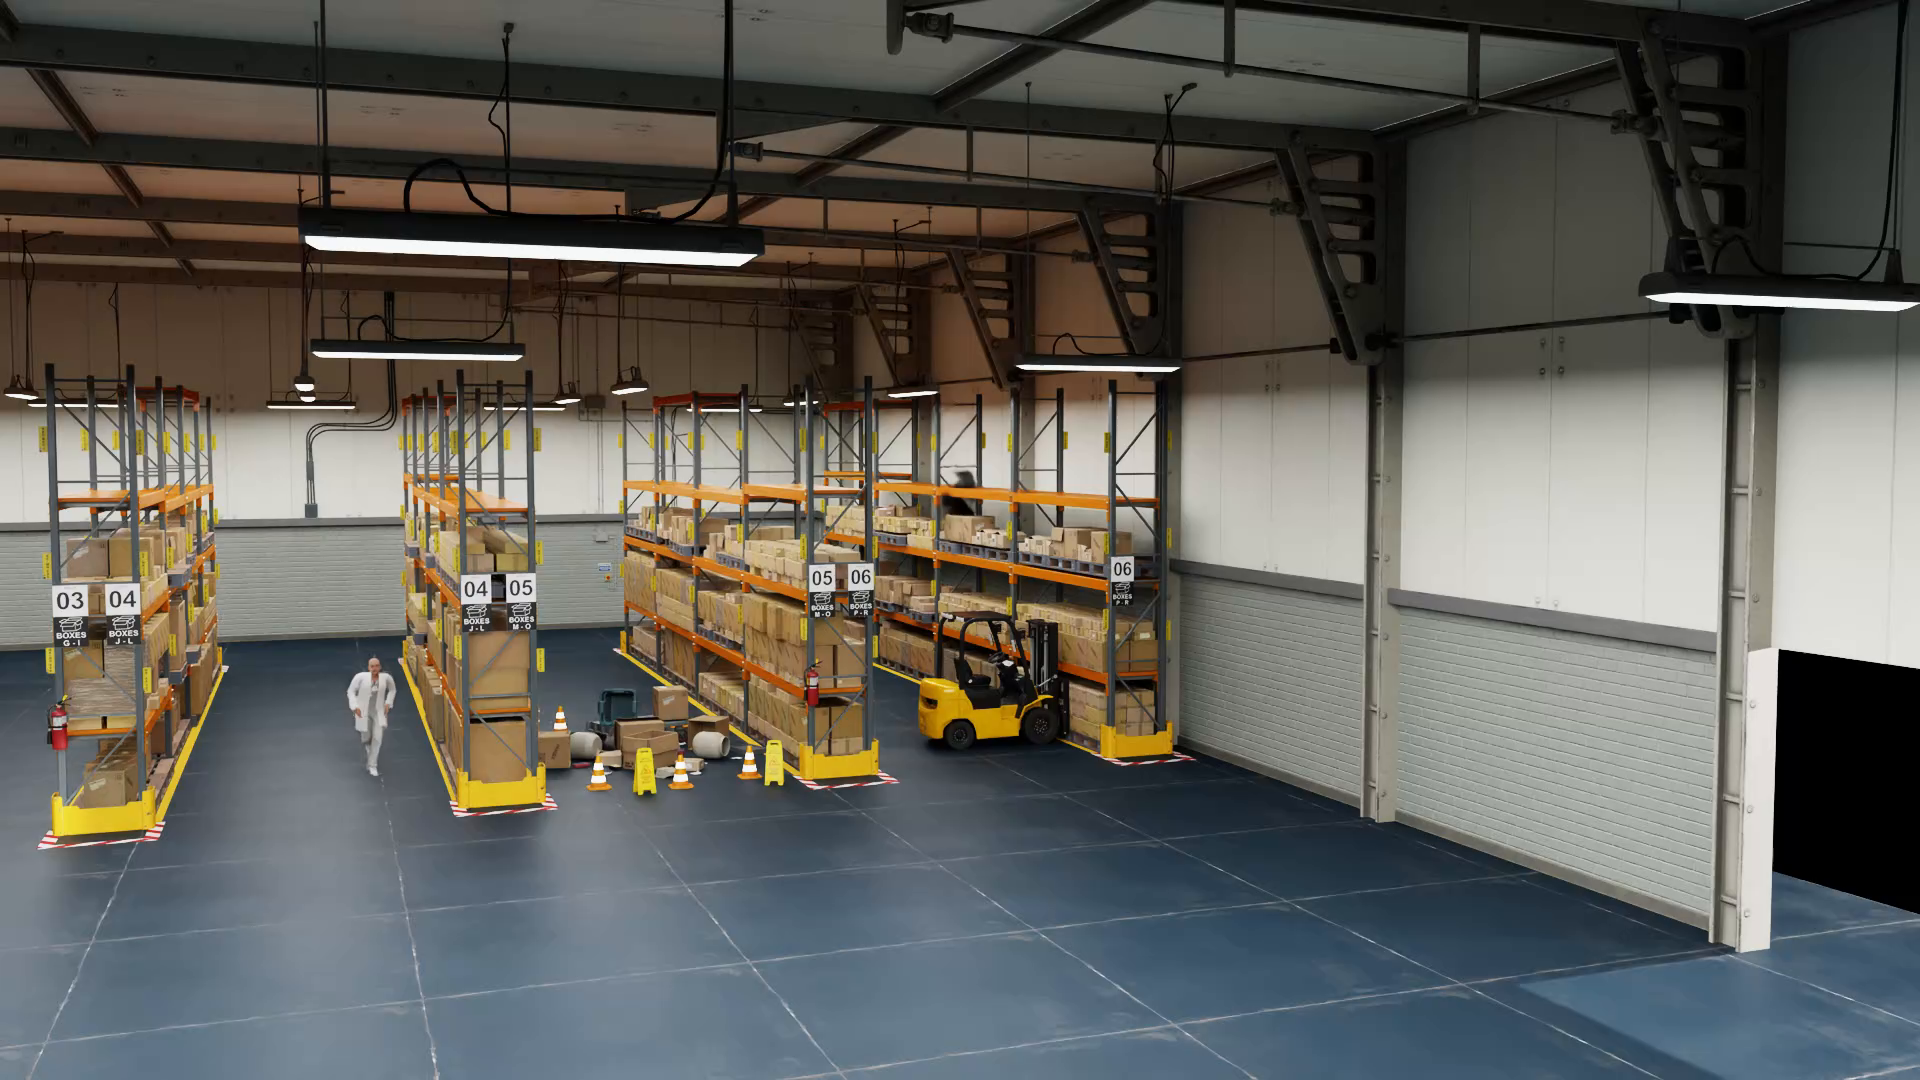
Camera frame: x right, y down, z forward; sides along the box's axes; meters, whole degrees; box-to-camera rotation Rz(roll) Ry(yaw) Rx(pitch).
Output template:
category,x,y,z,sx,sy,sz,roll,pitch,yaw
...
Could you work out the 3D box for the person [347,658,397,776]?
category,x,y,z,sx,sy,sz,roll,pitch,yaw
person,-8.990,2.670,25.441,0.719,1.771,0.985,-1,4,-23
